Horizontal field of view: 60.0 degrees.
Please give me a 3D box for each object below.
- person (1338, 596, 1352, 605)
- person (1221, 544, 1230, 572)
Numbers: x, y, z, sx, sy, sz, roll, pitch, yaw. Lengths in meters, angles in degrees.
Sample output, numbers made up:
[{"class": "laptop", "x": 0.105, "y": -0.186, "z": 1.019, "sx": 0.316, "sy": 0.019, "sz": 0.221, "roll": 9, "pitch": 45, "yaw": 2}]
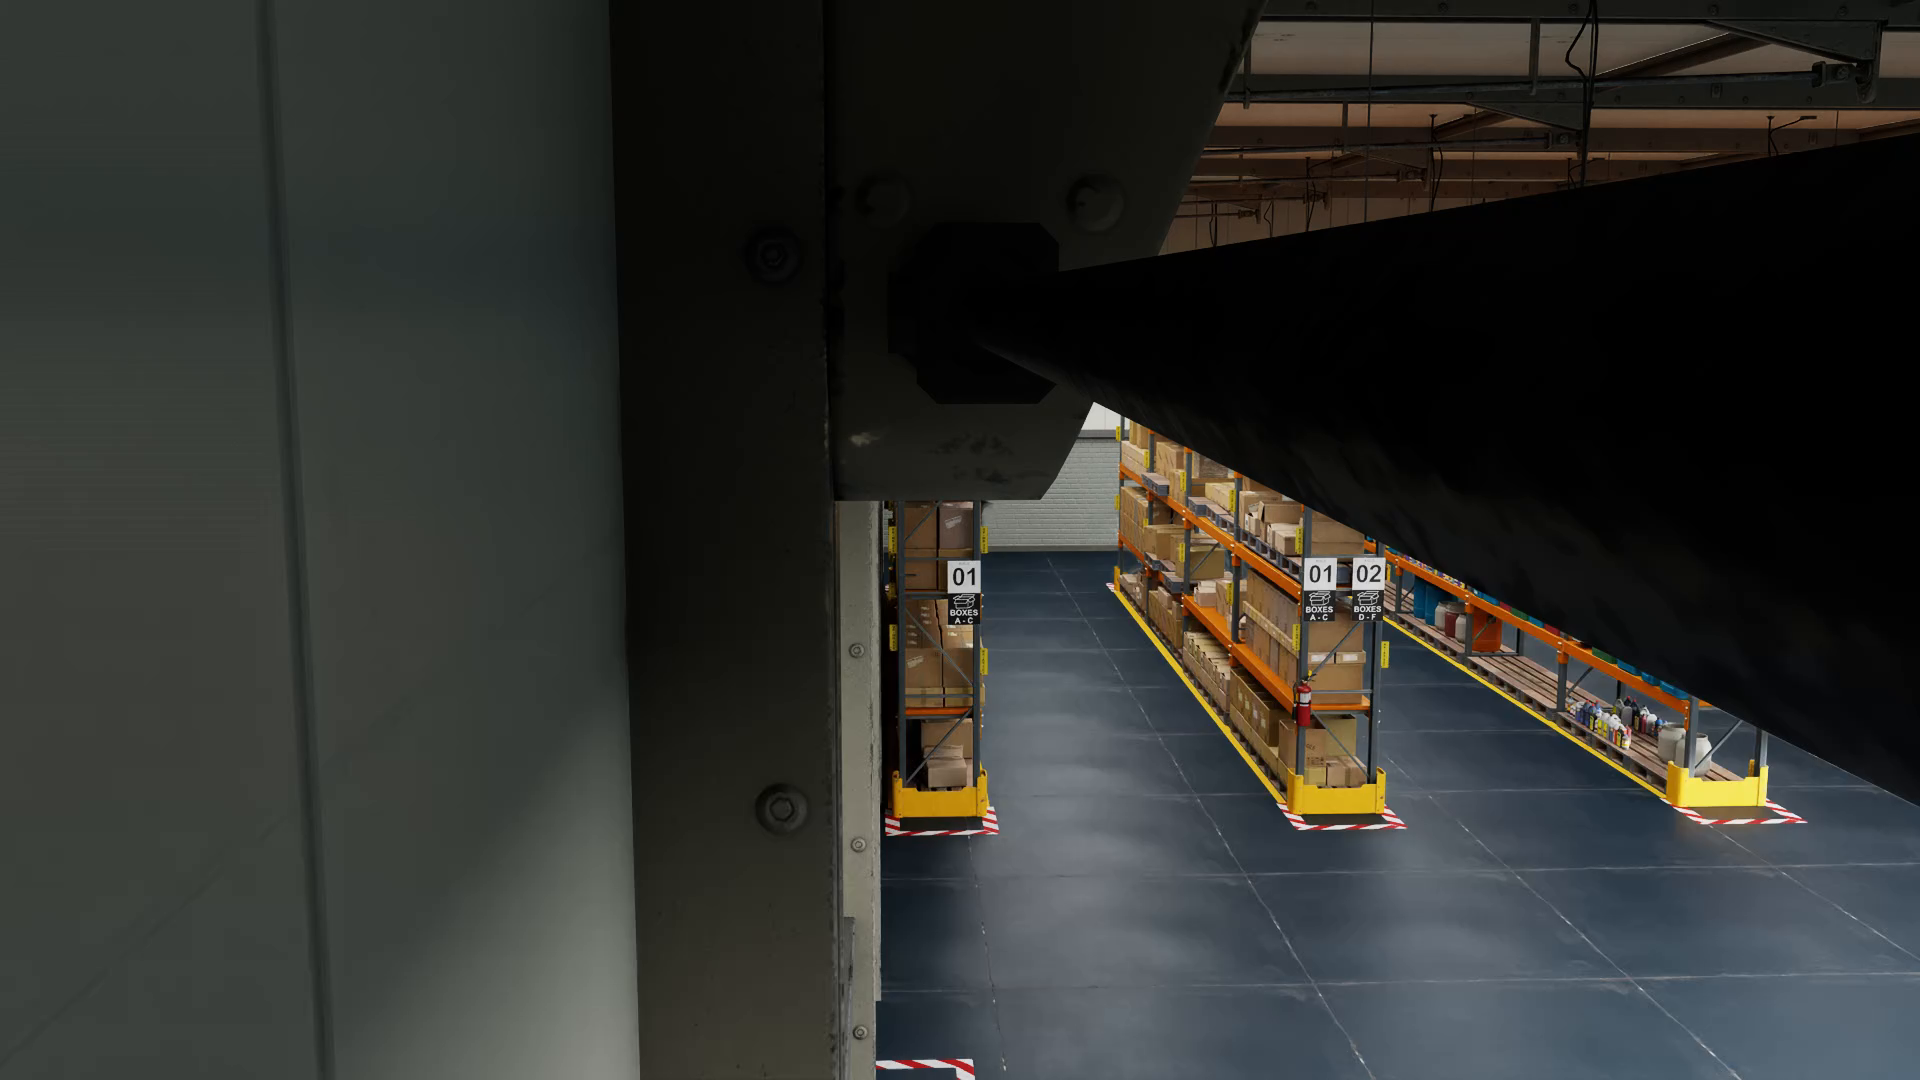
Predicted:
[{"class": "person", "x": 7.193, "y": 0.998, "z": 31.128, "sx": 0.714, "sy": 1.741, "sz": 0.864, "roll": -1, "pitch": 8, "yaw": -7}, {"class": "person", "x": 5.679, "y": 0.242, "z": 36.834, "sx": 0.659, "sy": 1.709, "sz": 0.817, "roll": -6, "pitch": 10, "yaw": -37}]
